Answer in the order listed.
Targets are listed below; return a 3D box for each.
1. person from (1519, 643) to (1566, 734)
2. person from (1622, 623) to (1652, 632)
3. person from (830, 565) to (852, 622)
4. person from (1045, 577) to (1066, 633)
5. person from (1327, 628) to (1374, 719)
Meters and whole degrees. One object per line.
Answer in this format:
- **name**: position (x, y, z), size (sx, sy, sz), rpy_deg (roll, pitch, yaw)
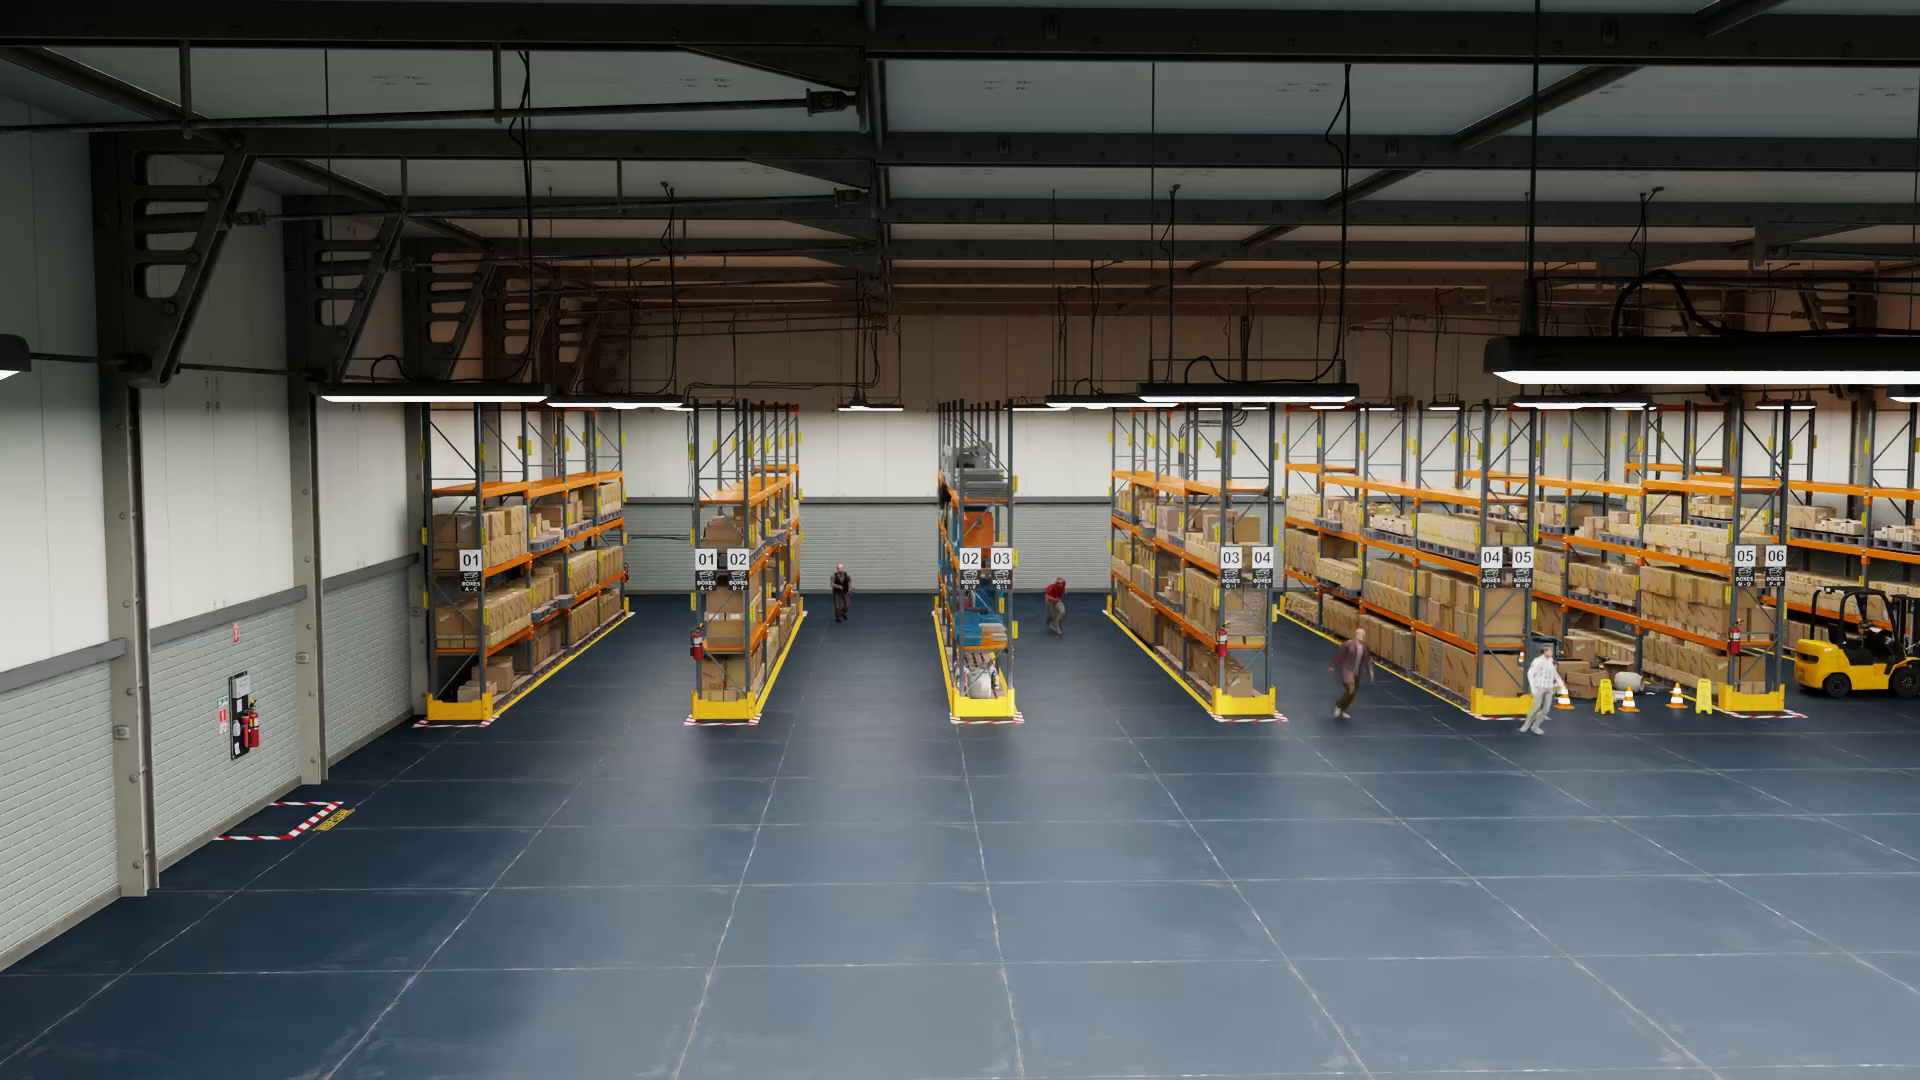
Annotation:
- **person**: position (10.398, 2.661, 29.664), size (0.712, 1.662, 0.562), rpy_deg (-2, 5, -26)
- **person**: position (17.607, 1.533, 43.169), size (0.655, 1.766, 1.000), rpy_deg (-1, 5, -18)
- **person**: position (-3.251, 1.466, 45.473), size (0.653, 1.611, 0.845), rpy_deg (-1, 4, -15)
- **person**: position (2.441, 1.687, 43.683), size (0.657, 1.521, 1.150), rpy_deg (-2, 5, -22)
- **person**: position (7.335, 2.496, 31.079), size (0.686, 1.724, 0.725), rpy_deg (-2, 5, -27)
